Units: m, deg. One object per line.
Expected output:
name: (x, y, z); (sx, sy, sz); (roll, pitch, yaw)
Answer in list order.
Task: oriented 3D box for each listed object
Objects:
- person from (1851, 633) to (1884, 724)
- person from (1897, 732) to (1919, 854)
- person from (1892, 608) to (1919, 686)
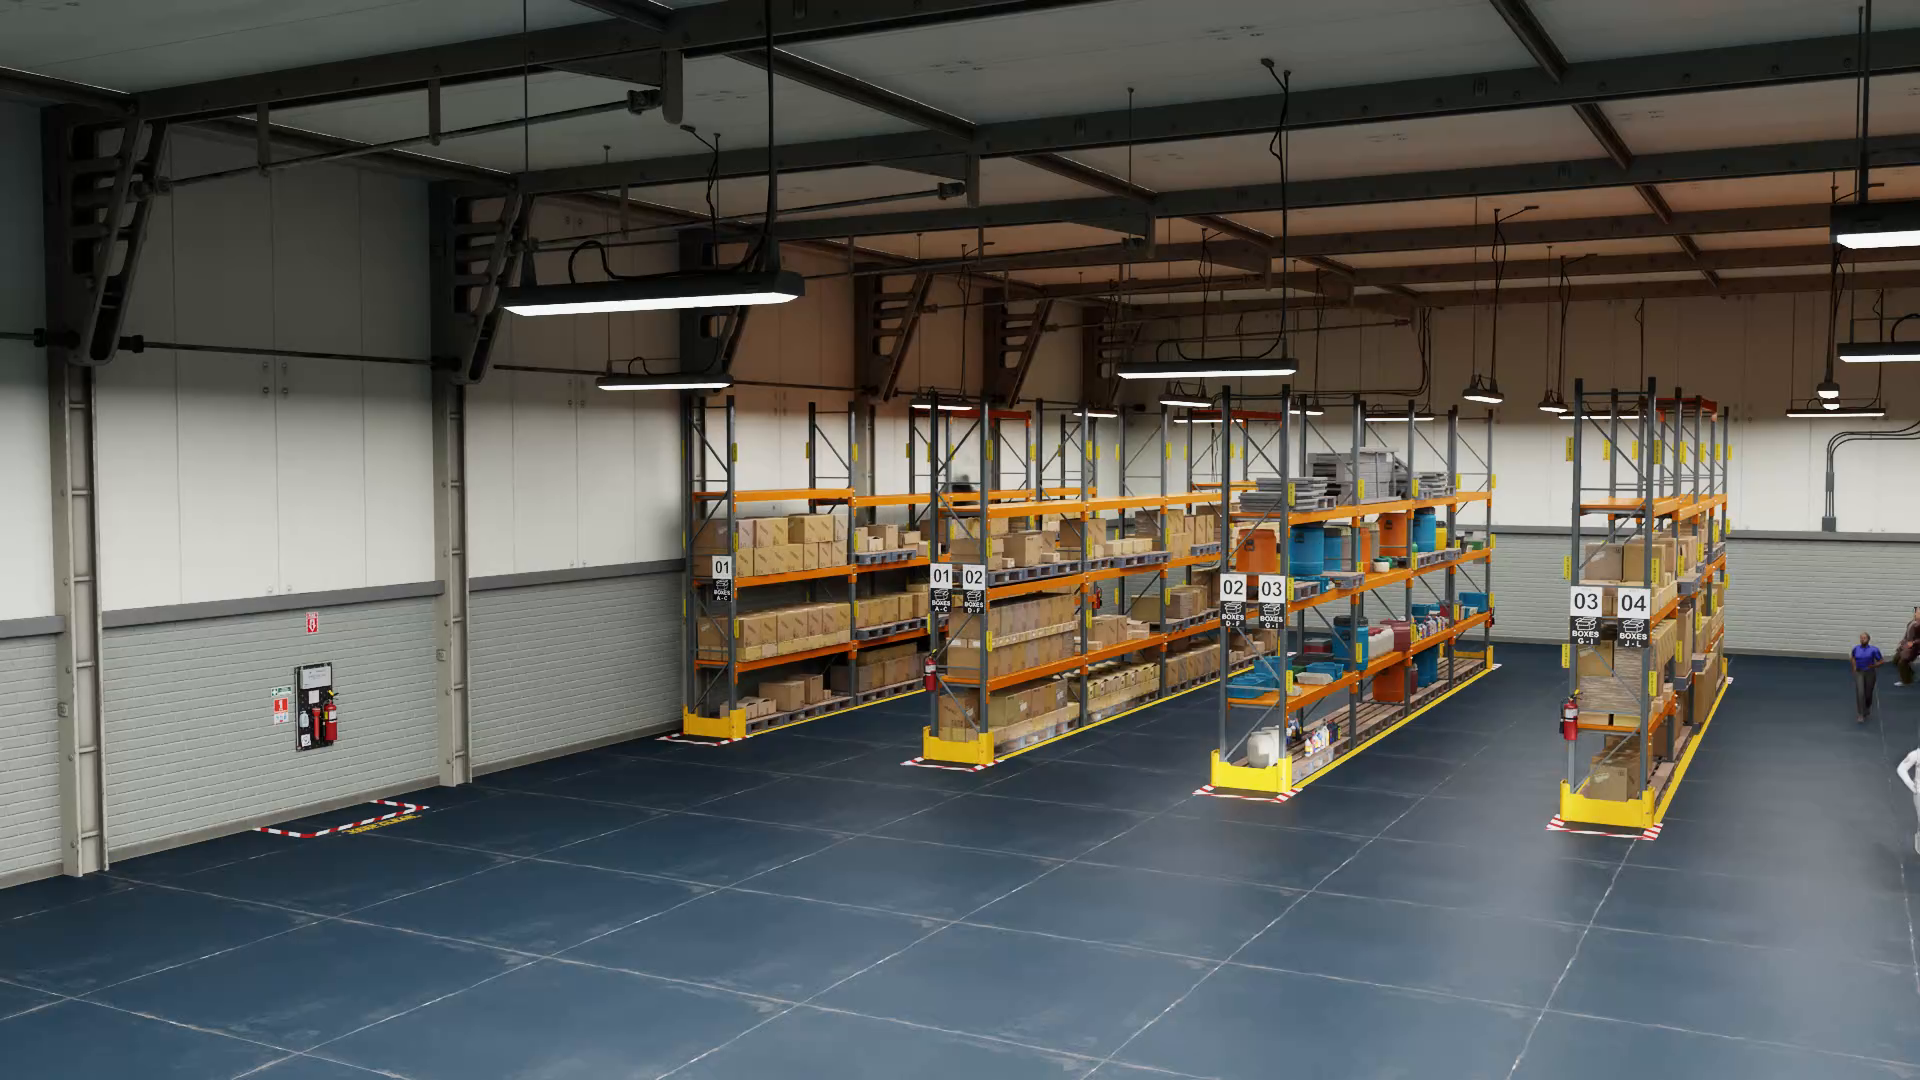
person: (16.880, 2.555, 30.977); (0.571, 1.667, 0.824); (2, 4, 36)
person: (11.791, 3.119, 20.253); (0.670, 1.702, 0.654); (1, 3, 16)
person: (20.204, 2.342, 35.369); (0.524, 1.603, 0.756); (0, 3, 7)
